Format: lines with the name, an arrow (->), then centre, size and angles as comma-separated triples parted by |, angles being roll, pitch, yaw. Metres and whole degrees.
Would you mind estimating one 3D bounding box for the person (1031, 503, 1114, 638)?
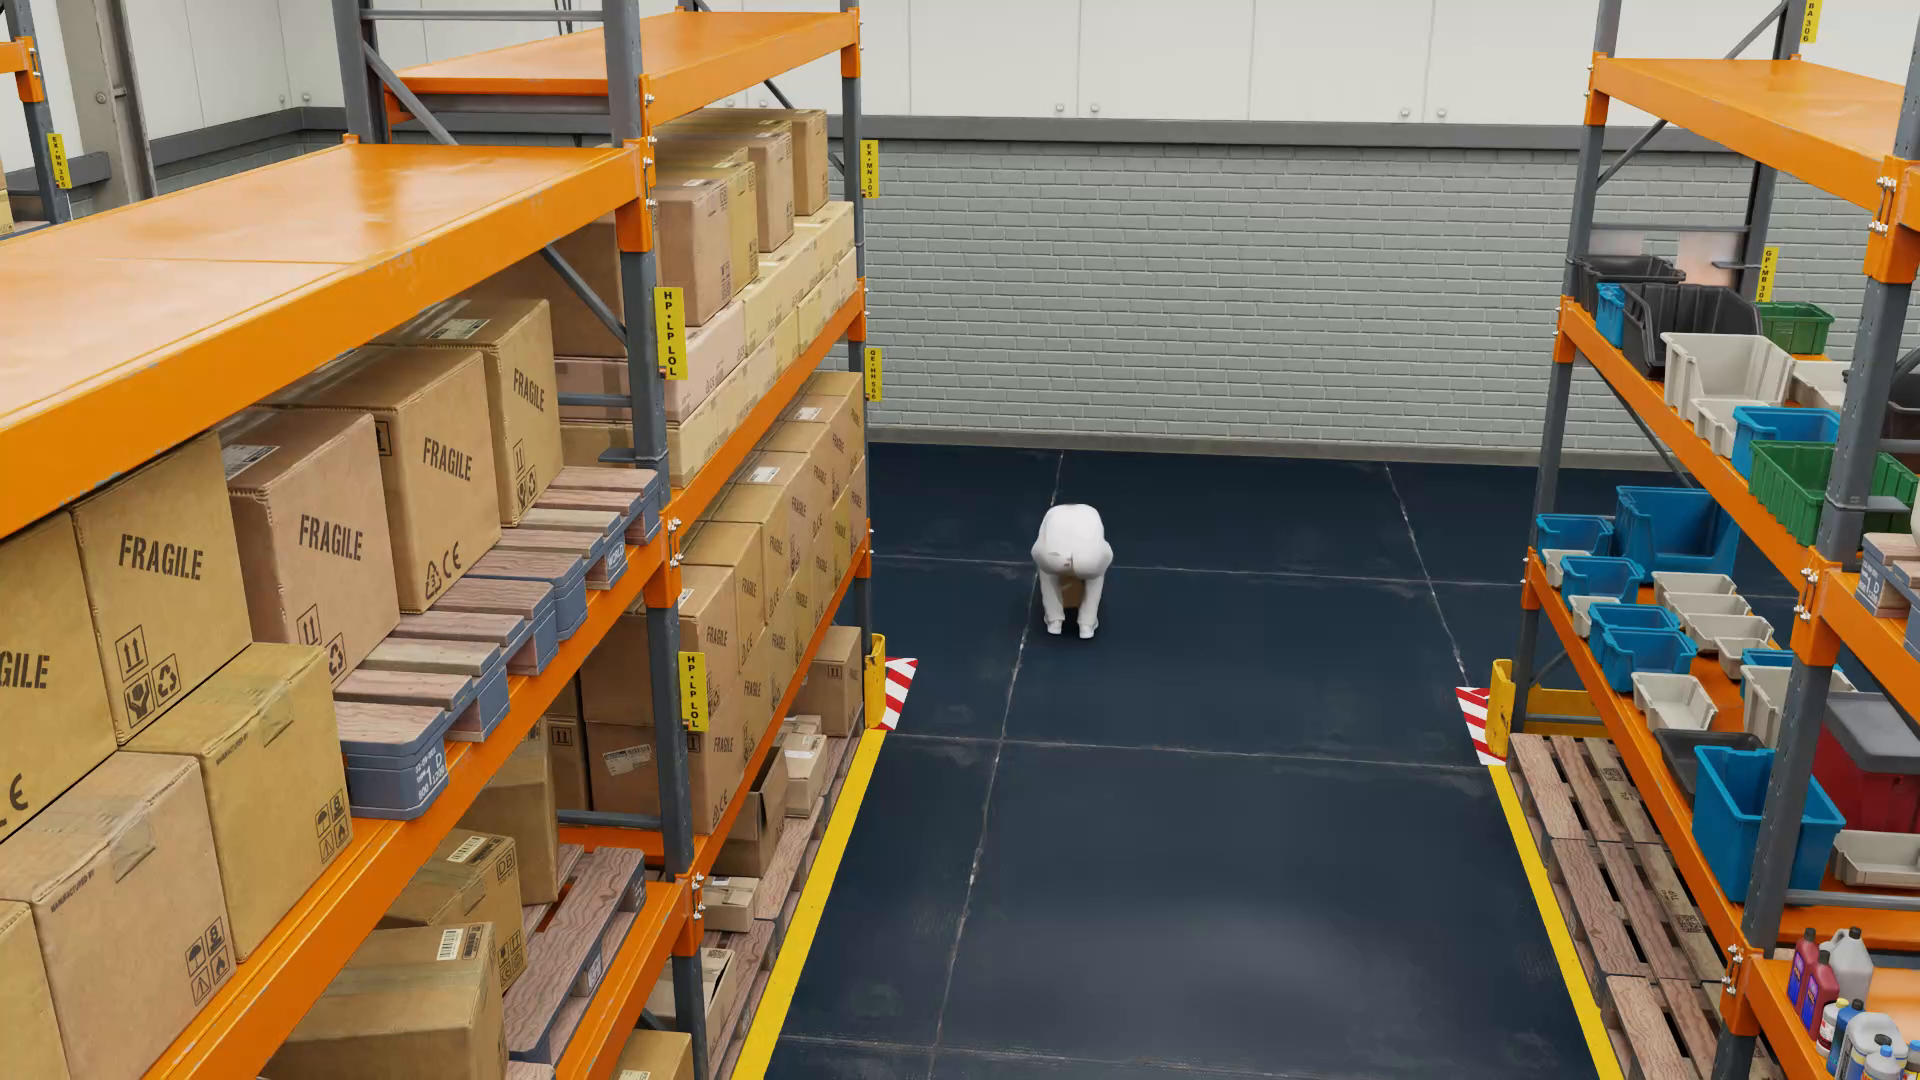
person -> 0.801, 0.157, 11.900 | 0.587, 0.934, 0.948 | 2, 21, 4
